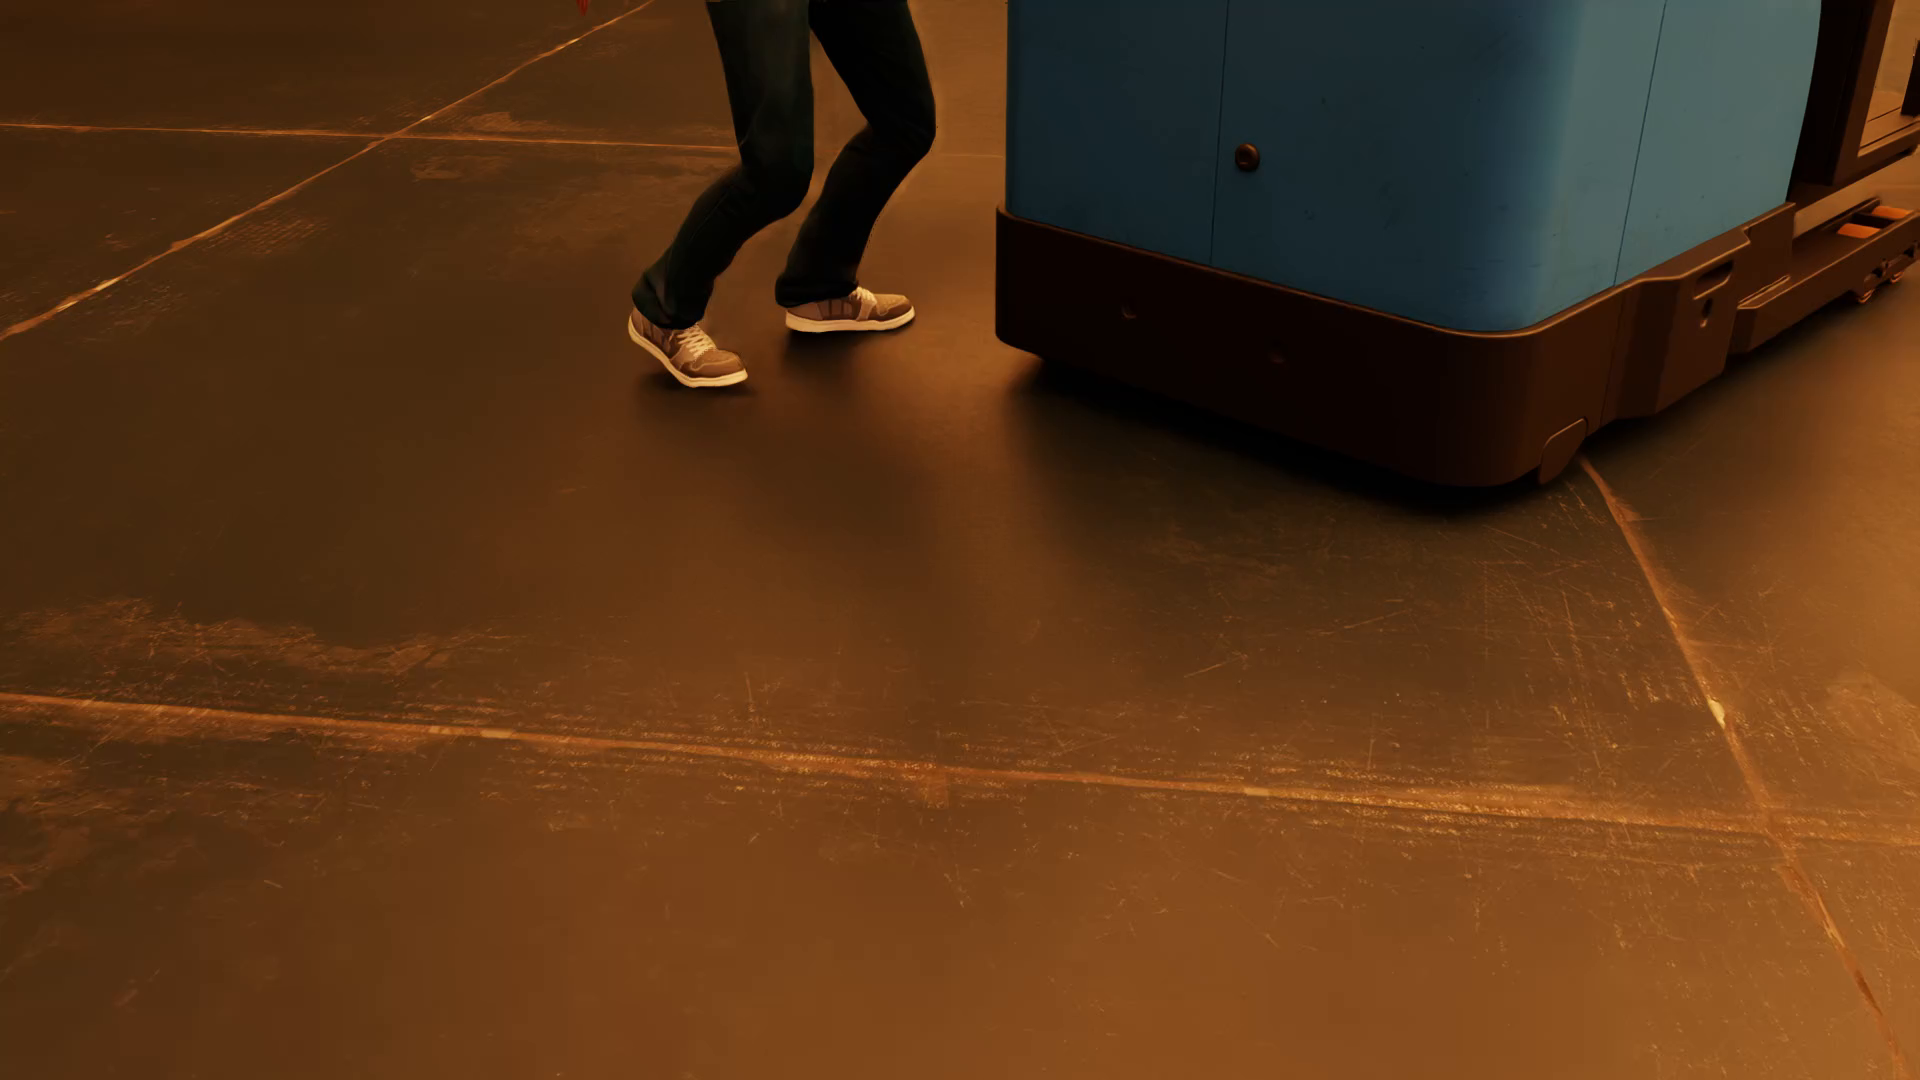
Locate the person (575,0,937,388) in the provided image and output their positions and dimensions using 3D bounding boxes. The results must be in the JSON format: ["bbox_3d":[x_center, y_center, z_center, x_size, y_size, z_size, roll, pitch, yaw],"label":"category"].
[{"bbox_3d":[-0.365,-1.009,2.831,0.441,1.522,0.747,16,31,29],"label":"person"}]

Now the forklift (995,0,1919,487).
[{"bbox_3d":[1.458,-1.951,3.127,1.130,2.935,3.031,24,35,39],"label":"forklift"}]
